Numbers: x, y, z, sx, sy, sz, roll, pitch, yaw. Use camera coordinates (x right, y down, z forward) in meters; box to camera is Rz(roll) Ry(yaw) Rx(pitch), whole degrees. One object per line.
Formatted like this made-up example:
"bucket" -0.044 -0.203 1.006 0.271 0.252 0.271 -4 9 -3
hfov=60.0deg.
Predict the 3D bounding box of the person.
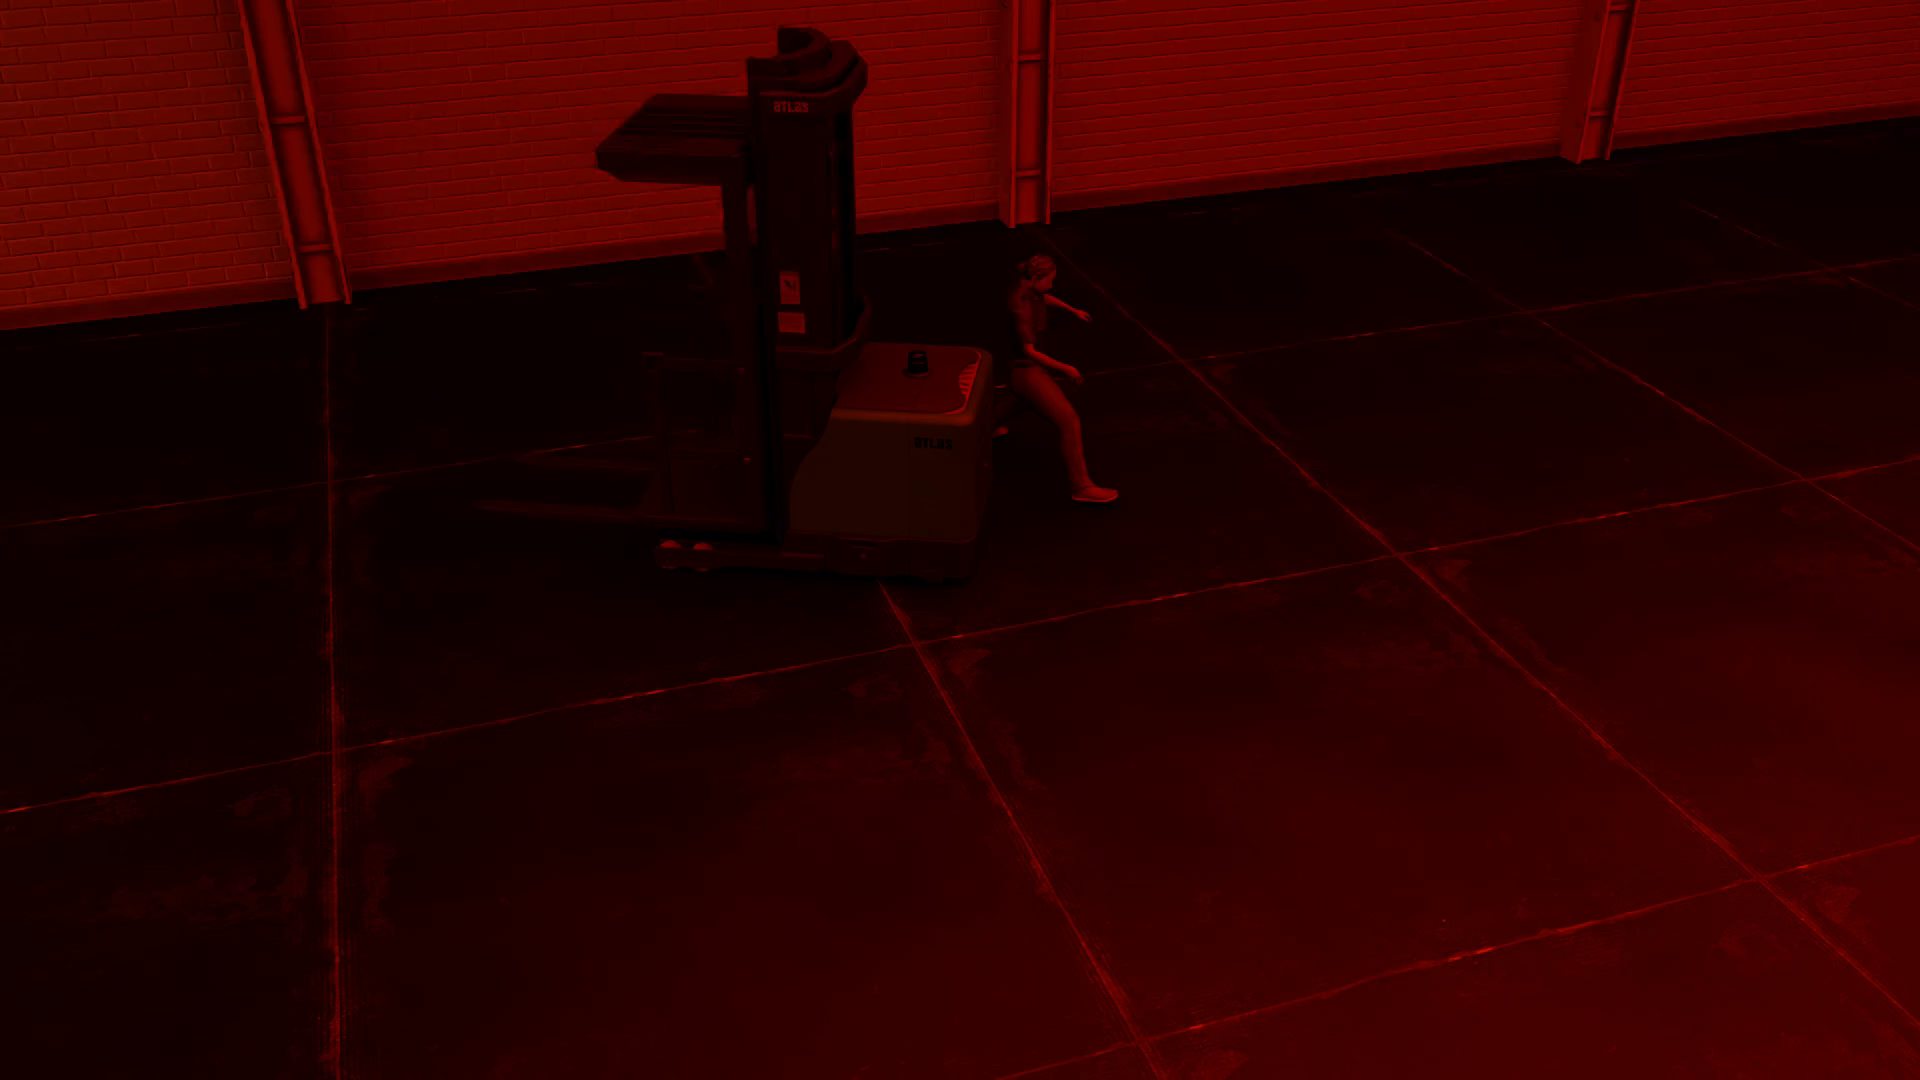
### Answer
"person" 0.551 -1.100 10.515 0.964 1.492 1.060 2 30 4

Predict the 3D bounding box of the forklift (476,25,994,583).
"forklift" -1.348 -1.341 9.418 3.031 2.935 1.130 4 30 7
